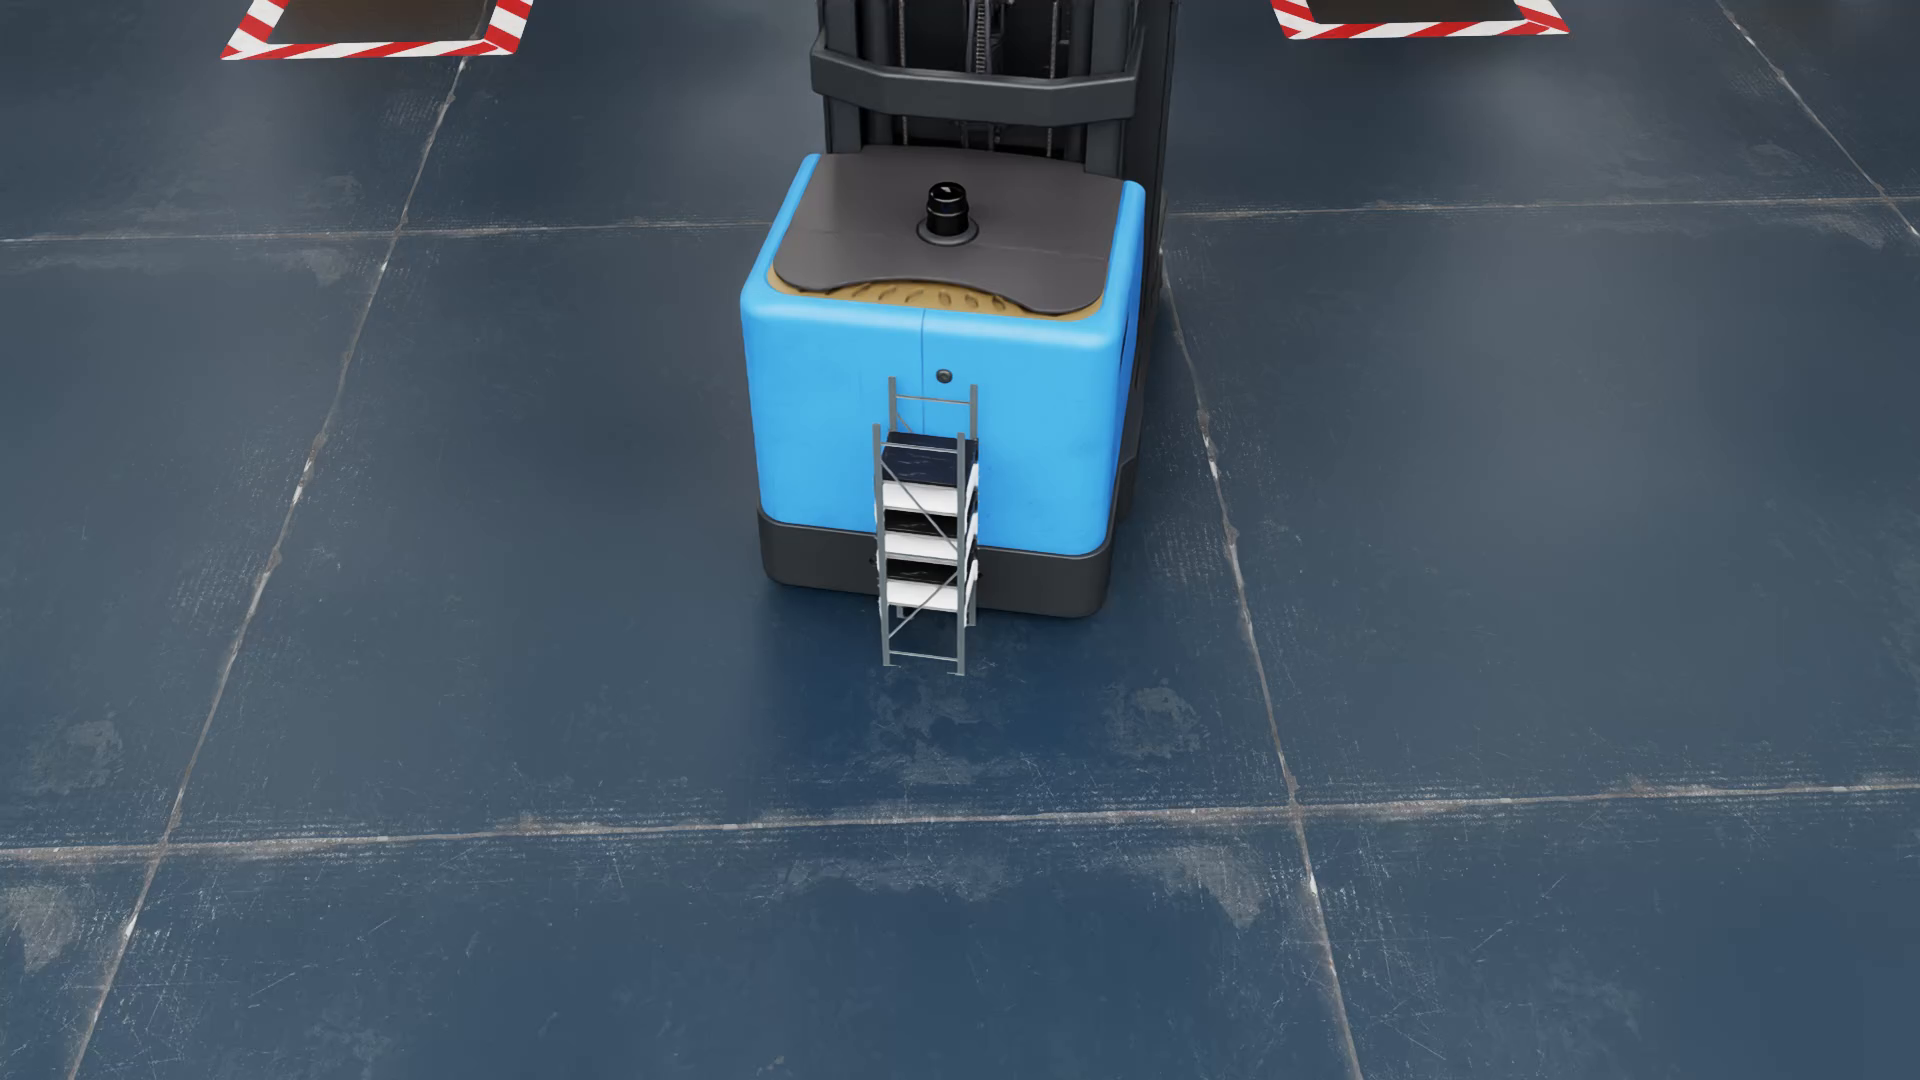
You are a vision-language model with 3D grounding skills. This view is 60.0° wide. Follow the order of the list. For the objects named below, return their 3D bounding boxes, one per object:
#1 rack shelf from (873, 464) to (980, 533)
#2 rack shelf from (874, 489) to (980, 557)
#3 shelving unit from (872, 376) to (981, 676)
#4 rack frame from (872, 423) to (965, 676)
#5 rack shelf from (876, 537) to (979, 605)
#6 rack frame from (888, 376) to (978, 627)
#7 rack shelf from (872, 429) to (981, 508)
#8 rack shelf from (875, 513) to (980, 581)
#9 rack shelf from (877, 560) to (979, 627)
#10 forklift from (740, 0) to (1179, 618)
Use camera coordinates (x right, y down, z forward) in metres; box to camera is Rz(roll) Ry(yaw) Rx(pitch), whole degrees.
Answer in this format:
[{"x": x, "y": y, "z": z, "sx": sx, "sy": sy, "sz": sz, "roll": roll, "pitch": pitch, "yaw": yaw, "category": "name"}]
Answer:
[{"x": -0.088, "y": -0.128, "z": 4.506, "sx": 0.258, "sy": 0.077, "sz": 0.200, "roll": 7, "pitch": 43, "yaw": 7, "category": "rack shelf"}, {"x": -0.088, "y": -0.061, "z": 4.567, "sx": 0.258, "sy": 0.077, "sz": 0.200, "roll": 7, "pitch": 43, "yaw": 7, "category": "rack shelf"}, {"x": -0.088, "y": -0.019, "z": 4.605, "sx": 0.258, "sy": 0.900, "sz": 0.210, "roll": 7, "pitch": 43, "yaw": 7, "category": "shelving unit"}, {"x": -0.105, "y": 0.048, "z": 4.531, "sx": 0.240, "sy": 0.900, "sz": 0.006, "roll": 7, "pitch": 43, "yaw": 7, "category": "rack frame"}, {"x": -0.088, "y": 0.072, "z": 4.689, "sx": 0.258, "sy": 0.077, "sz": 0.200, "roll": 7, "pitch": 43, "yaw": 7, "category": "rack shelf"}, {"x": -0.072, "y": -0.087, "z": 4.679, "sx": 0.240, "sy": 0.900, "sz": 0.006, "roll": 7, "pitch": 43, "yaw": 7, "category": "rack frame"}, {"x": -0.088, "y": -0.194, "z": 4.445, "sx": 0.258, "sy": 0.077, "sz": 0.200, "roll": 7, "pitch": 43, "yaw": 7, "category": "rack shelf"}, {"x": -0.088, "y": 0.005, "z": 4.628, "sx": 0.258, "sy": 0.077, "sz": 0.200, "roll": 7, "pitch": 43, "yaw": 7, "category": "rack shelf"}, {"x": -0.088, "y": 0.138, "z": 4.749, "sx": 0.258, "sy": 0.077, "sz": 0.200, "roll": 7, "pitch": 43, "yaw": 7, "category": "rack shelf"}, {"x": 0.152, "y": -1.855, "z": 5.104, "sx": 1.130, "sy": 2.935, "sz": 3.031, "roll": 7, "pitch": 43, "yaw": 7, "category": "forklift"}]
